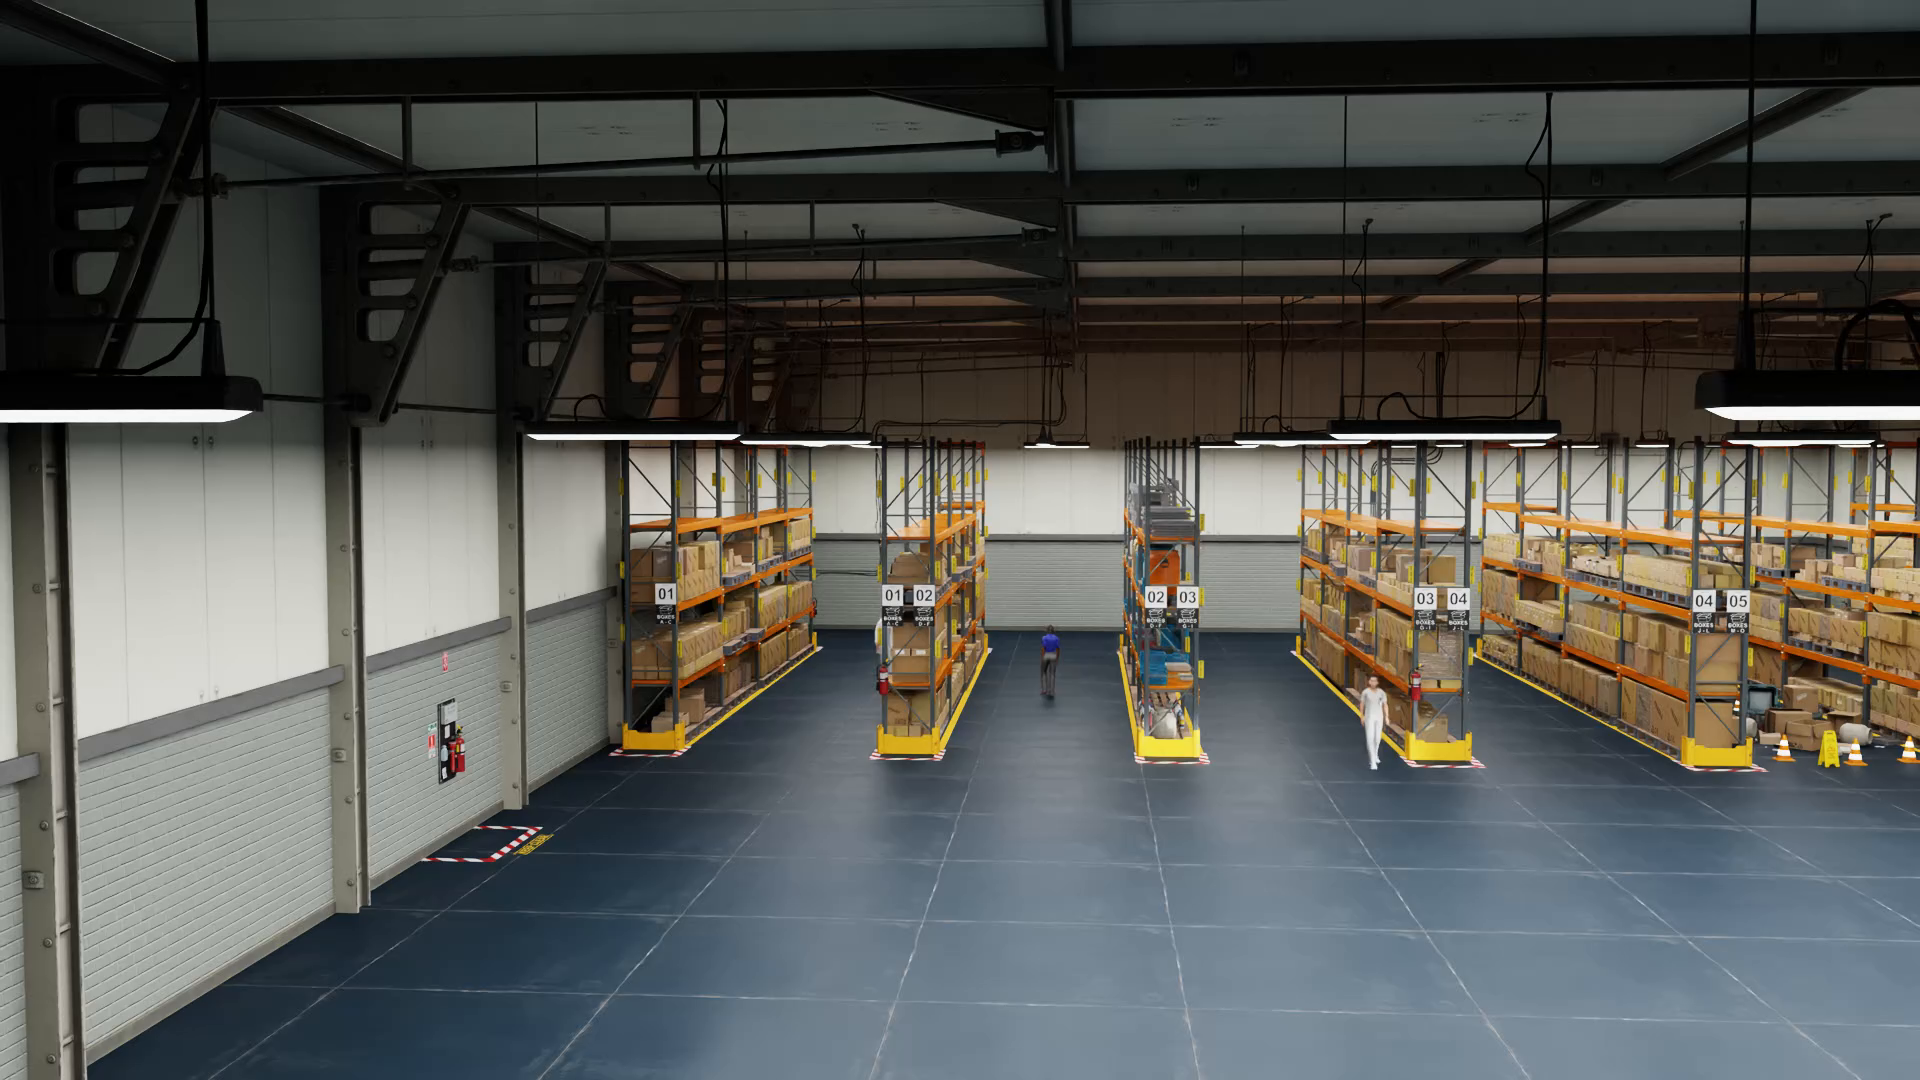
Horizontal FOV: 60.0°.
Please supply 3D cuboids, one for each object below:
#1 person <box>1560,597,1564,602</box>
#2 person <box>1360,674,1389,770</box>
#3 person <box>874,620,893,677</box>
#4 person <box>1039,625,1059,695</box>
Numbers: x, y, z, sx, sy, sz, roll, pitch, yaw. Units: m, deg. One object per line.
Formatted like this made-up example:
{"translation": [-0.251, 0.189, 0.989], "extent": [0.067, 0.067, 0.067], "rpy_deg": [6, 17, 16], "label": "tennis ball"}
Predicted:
{"translation": [17.355, 2.280, 48.311], "extent": [0.499, 1.757, 0.567], "rpy_deg": [-1, 3, -19], "label": "person"}
{"translation": [7.547, 3.292, 30.224], "extent": [0.464, 1.695, 0.740], "rpy_deg": [0, 3, -2], "label": "person"}
{"translation": [-1.832, 2.639, 41.627], "extent": [0.667, 1.789, 0.848], "rpy_deg": [-1, 3, -16], "label": "person"}
{"translation": [2.112, 2.846, 38.981], "extent": [0.464, 1.684, 0.612], "rpy_deg": [0, 3, -5], "label": "person"}
